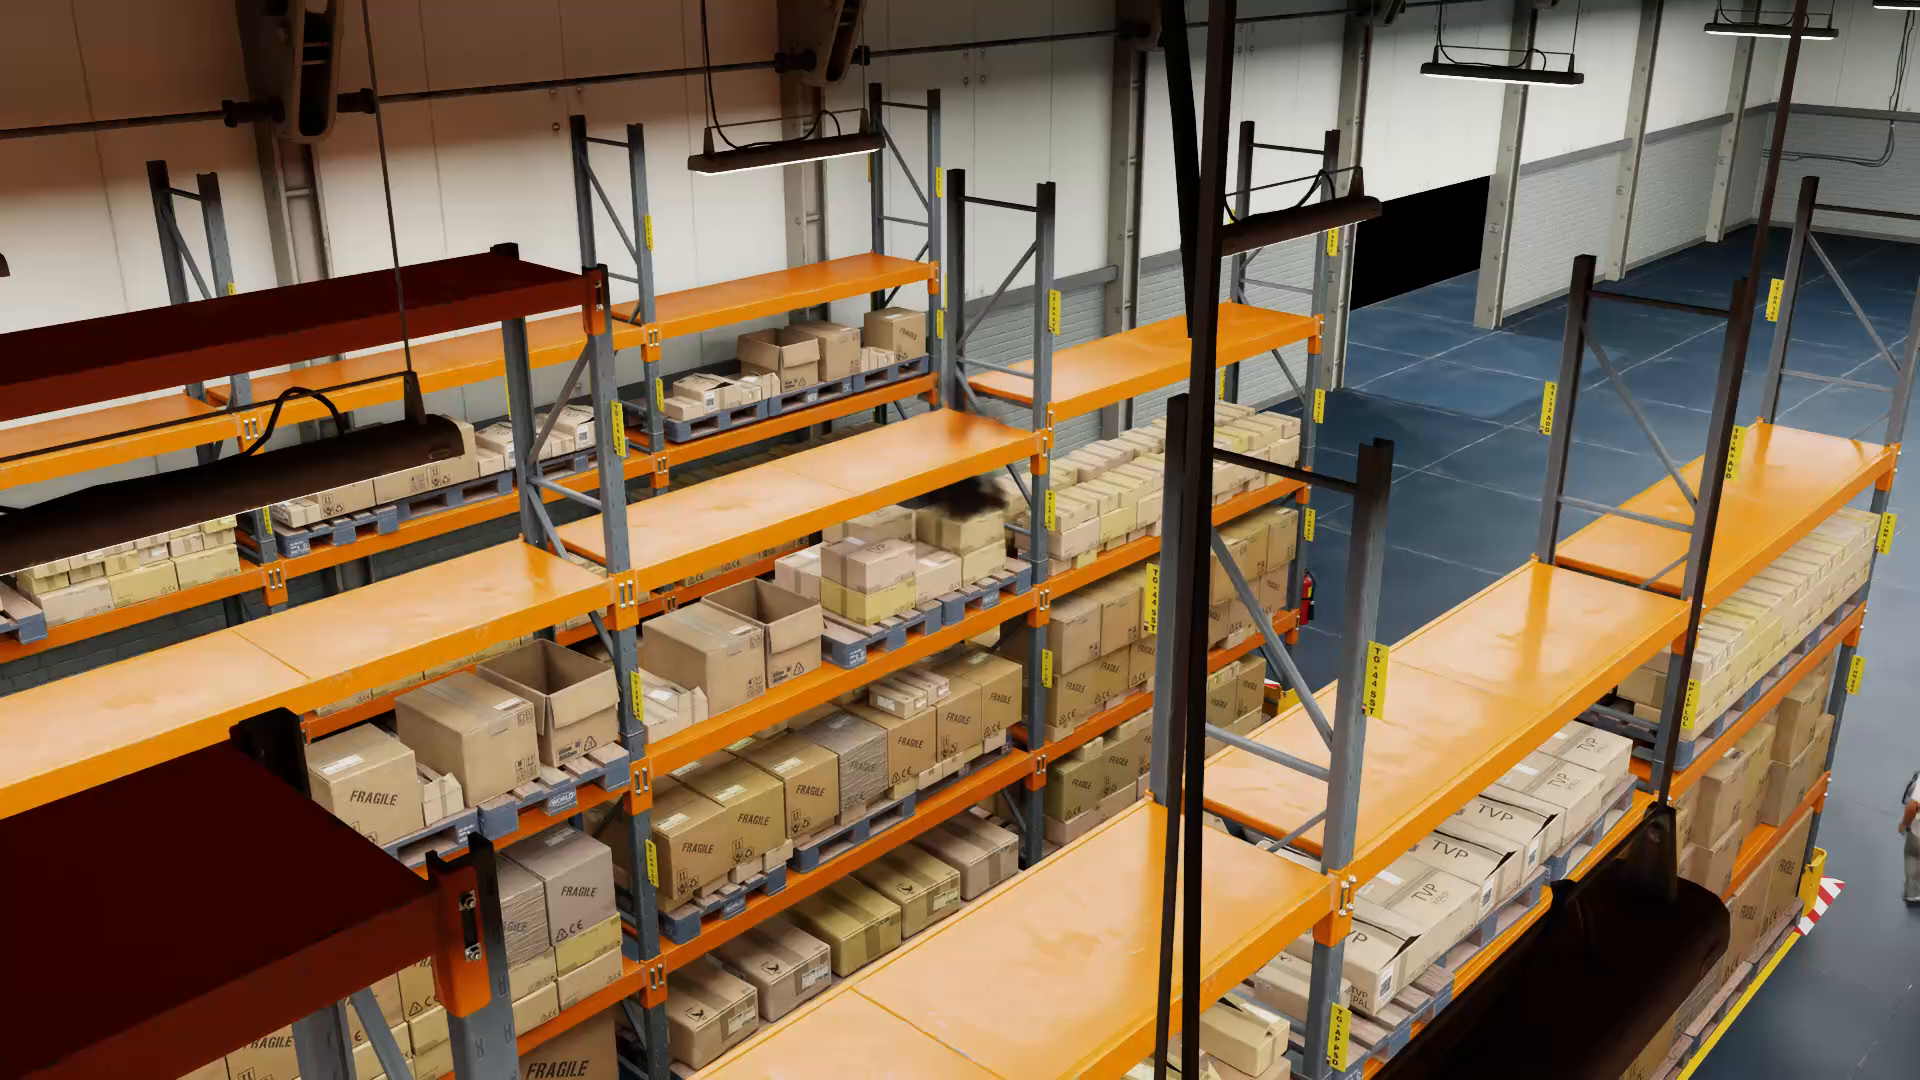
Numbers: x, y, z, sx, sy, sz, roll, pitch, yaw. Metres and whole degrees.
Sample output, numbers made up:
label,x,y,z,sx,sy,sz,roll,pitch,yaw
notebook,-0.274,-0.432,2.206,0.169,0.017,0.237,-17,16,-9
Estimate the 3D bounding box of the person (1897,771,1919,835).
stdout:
label,x,y,z,sx,sy,sz,roll,pitch,yaw
person,7.947,2.010,13.453,0.660,0.865,0.517,3,21,8
